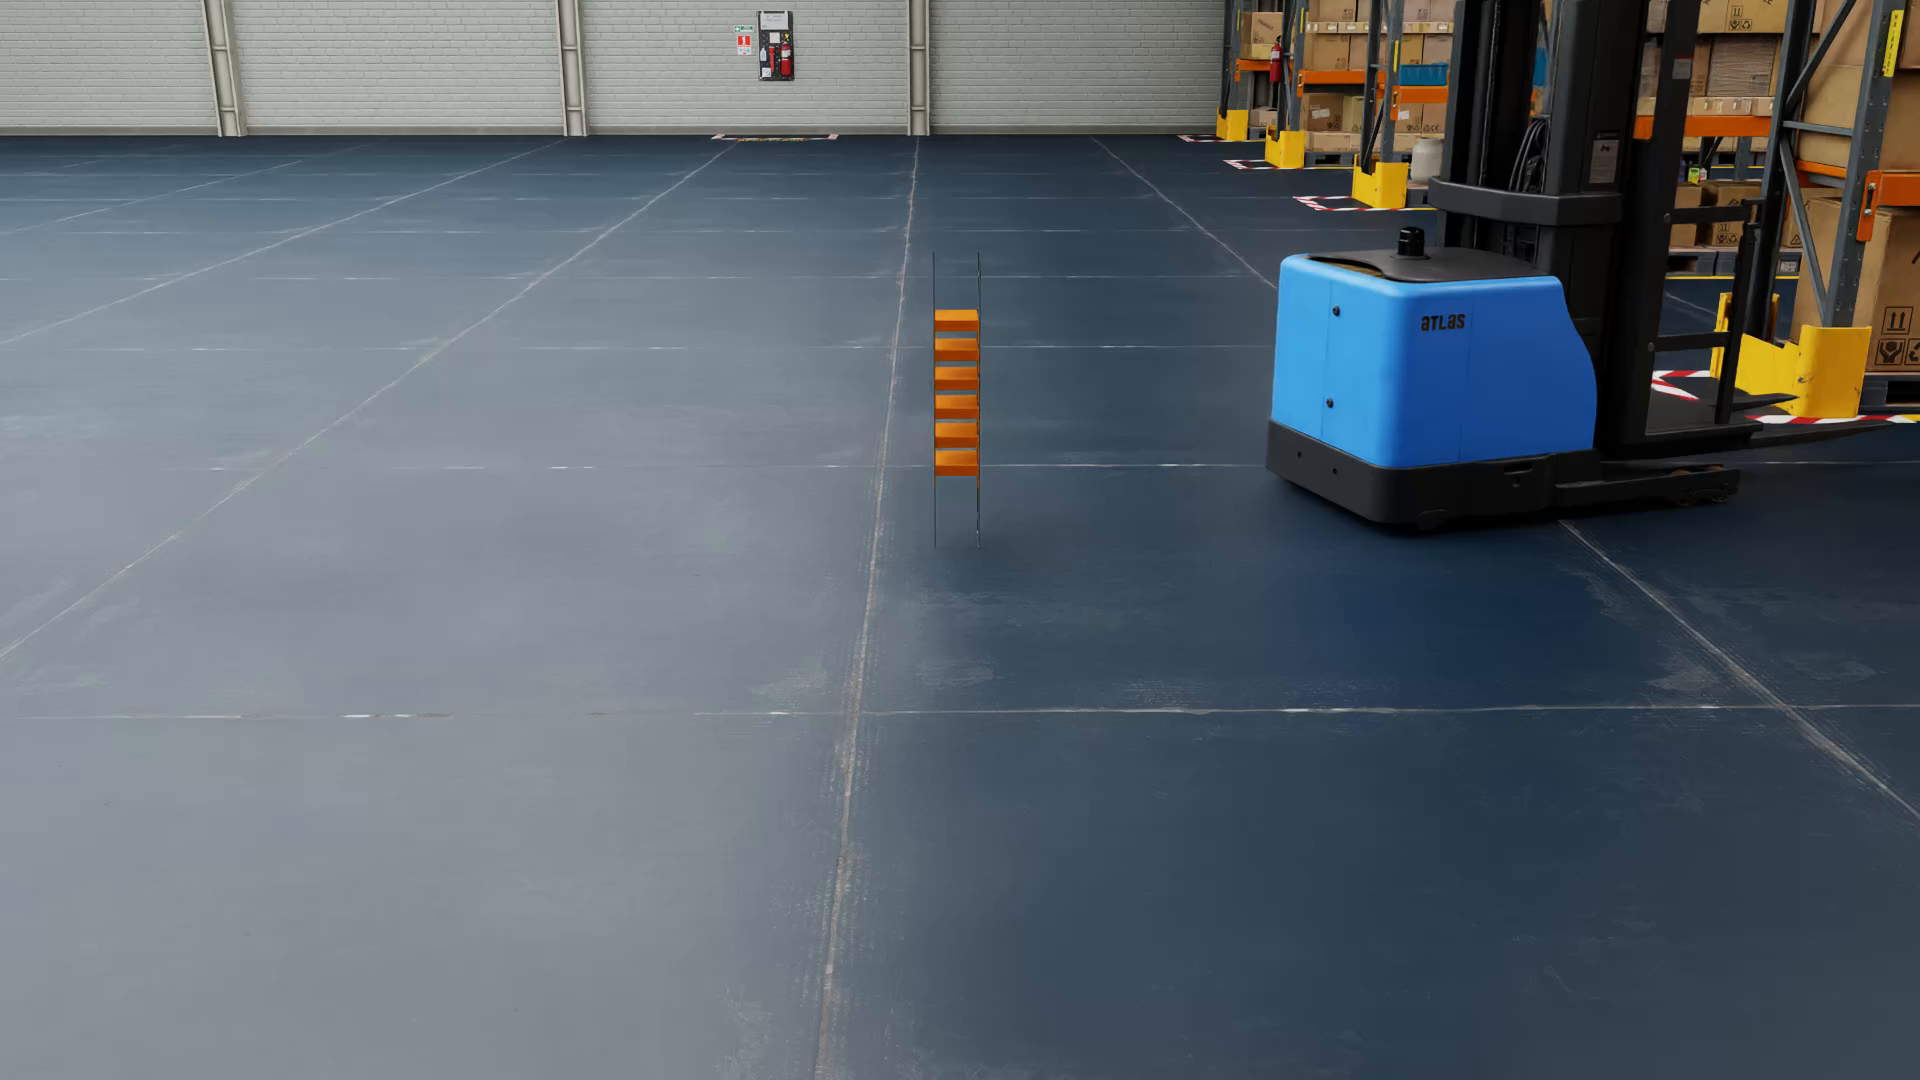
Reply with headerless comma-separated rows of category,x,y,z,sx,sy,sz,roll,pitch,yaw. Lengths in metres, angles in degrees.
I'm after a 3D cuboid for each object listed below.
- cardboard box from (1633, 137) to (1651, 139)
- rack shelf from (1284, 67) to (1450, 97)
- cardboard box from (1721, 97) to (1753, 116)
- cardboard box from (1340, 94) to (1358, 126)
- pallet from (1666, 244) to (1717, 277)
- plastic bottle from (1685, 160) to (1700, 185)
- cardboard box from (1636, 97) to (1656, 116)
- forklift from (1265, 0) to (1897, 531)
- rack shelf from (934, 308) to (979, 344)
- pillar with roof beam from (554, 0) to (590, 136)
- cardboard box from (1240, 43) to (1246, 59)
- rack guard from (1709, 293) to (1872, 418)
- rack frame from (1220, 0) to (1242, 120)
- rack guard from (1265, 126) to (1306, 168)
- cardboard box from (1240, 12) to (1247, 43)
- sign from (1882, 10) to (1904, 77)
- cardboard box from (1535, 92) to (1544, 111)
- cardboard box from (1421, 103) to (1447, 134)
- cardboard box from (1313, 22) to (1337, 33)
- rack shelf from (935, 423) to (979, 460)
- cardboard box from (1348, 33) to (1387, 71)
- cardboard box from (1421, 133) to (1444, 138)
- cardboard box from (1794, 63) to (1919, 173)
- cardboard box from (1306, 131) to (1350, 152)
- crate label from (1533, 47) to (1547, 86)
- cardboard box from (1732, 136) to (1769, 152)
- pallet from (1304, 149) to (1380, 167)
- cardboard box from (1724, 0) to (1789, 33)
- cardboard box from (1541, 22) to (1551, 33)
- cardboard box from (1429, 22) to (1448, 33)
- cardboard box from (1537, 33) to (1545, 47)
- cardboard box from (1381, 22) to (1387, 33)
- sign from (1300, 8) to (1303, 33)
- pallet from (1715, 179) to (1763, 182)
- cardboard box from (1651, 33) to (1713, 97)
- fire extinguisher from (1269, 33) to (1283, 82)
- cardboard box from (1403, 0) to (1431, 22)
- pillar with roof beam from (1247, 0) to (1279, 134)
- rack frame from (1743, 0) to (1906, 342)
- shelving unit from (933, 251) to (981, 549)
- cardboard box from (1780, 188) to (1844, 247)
cardboard box,9.584,-5.654,23.577,0.500,0.250,0.500,0,18,1
rack shelf,6.666,-6.483,23.524,4.000,0.370,1.077,0,18,-1
cardboard box,6.357,-3.607,13.793,0.250,0.149,0.380,0,18,-1
cardboard box,6.582,-7.315,28.312,0.500,0.500,0.700,-1,18,-4
pallet,5.708,-2.456,14.358,1.213,0.211,1.003,0,18,-1
plastic bottle,8.264,-4.135,18.755,0.133,0.283,0.061,1,18,2
cardboard box,5.608,-3.591,13.743,0.250,0.149,0.380,0,18,-1
forklift,3.021,-1.692,7.522,3.031,2.935,1.130,-6,19,-19
rack shelf,-0.014,-0.872,6.768,0.180,0.103,0.258,0,18,-1
pillar with roof beam,-6.660,-10.080,23.739,0.400,9.000,9.100,0,18,-1
cardboard box,5.049,-8.328,28.312,0.500,0.250,0.500,0,18,0
rack guard,4.772,-1.085,9.610,0.348,0.500,1.175,0,18,-1
rack frame,4.584,-8.329,28.101,0.127,3.000,1.000,0,18,-1
rack guard,4.642,-5.626,23.766,0.348,0.500,1.175,0,18,-1
cardboard box,5.052,-8.691,28.215,0.500,0.500,0.500,0,18,-1
sign,4.799,-2.555,8.556,0.005,0.325,0.100,0,18,-1
cardboard box,5.101,-3.735,14.192,0.250,0.149,0.380,0,18,-1
cardboard box,6.706,-6.005,23.442,0.500,0.500,0.500,0,18,-1
cardboard box,5.062,-7.109,23.071,0.250,0.149,0.380,0,18,-1
rack shelf,-0.014,-0.415,6.914,0.180,0.103,0.258,0,18,-1
cardboard box,5.658,-6.866,23.376,0.500,0.500,0.700,0,18,1
cardboard box,6.706,-5.648,23.557,0.500,0.250,0.500,0,18,-1
cardboard box,5.166,-2.362,9.255,0.550,0.550,0.875,0,18,-1
cardboard box,5.206,-5.641,23.536,0.500,0.250,0.500,0,18,-1
crate label,6.577,-5.411,18.948,0.616,0.435,0.502,0,18,-1
cardboard box,11.125,-5.663,23.605,0.500,0.250,0.500,0,18,0
pallet,5.430,-5.505,23.862,1.213,0.211,1.003,0,18,-1
cardboard box,6.373,-4.378,13.498,0.500,0.500,0.500,0,18,-1
cardboard box,8.150,-7.124,23.120,0.250,0.149,0.380,-1,18,-2
cardboard box,6.599,-7.116,23.093,0.250,0.149,0.380,0,18,0
cardboard box,8.222,-6.879,23.417,0.500,0.500,0.700,-1,18,-2
cardboard box,5.828,-7.112,23.082,0.250,0.149,0.380,-1,18,-2
sign,4.669,-7.096,22.712,0.005,0.325,0.100,0,18,-1
pallet,9.525,-4.010,19.203,1.213,0.211,1.003,0,18,-1
cardboard box,5.867,-4.013,13.996,0.500,0.500,0.875,0,18,-1
fire extinguisher,4.541,-6.920,23.837,0.183,0.674,0.296,0,18,-1
cardboard box,6.216,-7.487,23.188,0.500,0.500,0.700,0,18,-1
pillar with roof beam,5.339,-10.138,23.920,0.400,9.000,9.100,0,18,-1
rack frame,4.796,-2.275,9.229,0.127,3.000,1.000,0,18,-1
shelving unit,-0.014,-0.571,6.864,0.189,1.200,0.258,0,18,-1
cardboard box,7.226,-2.798,14.263,0.500,0.500,0.500,-2,18,-6
